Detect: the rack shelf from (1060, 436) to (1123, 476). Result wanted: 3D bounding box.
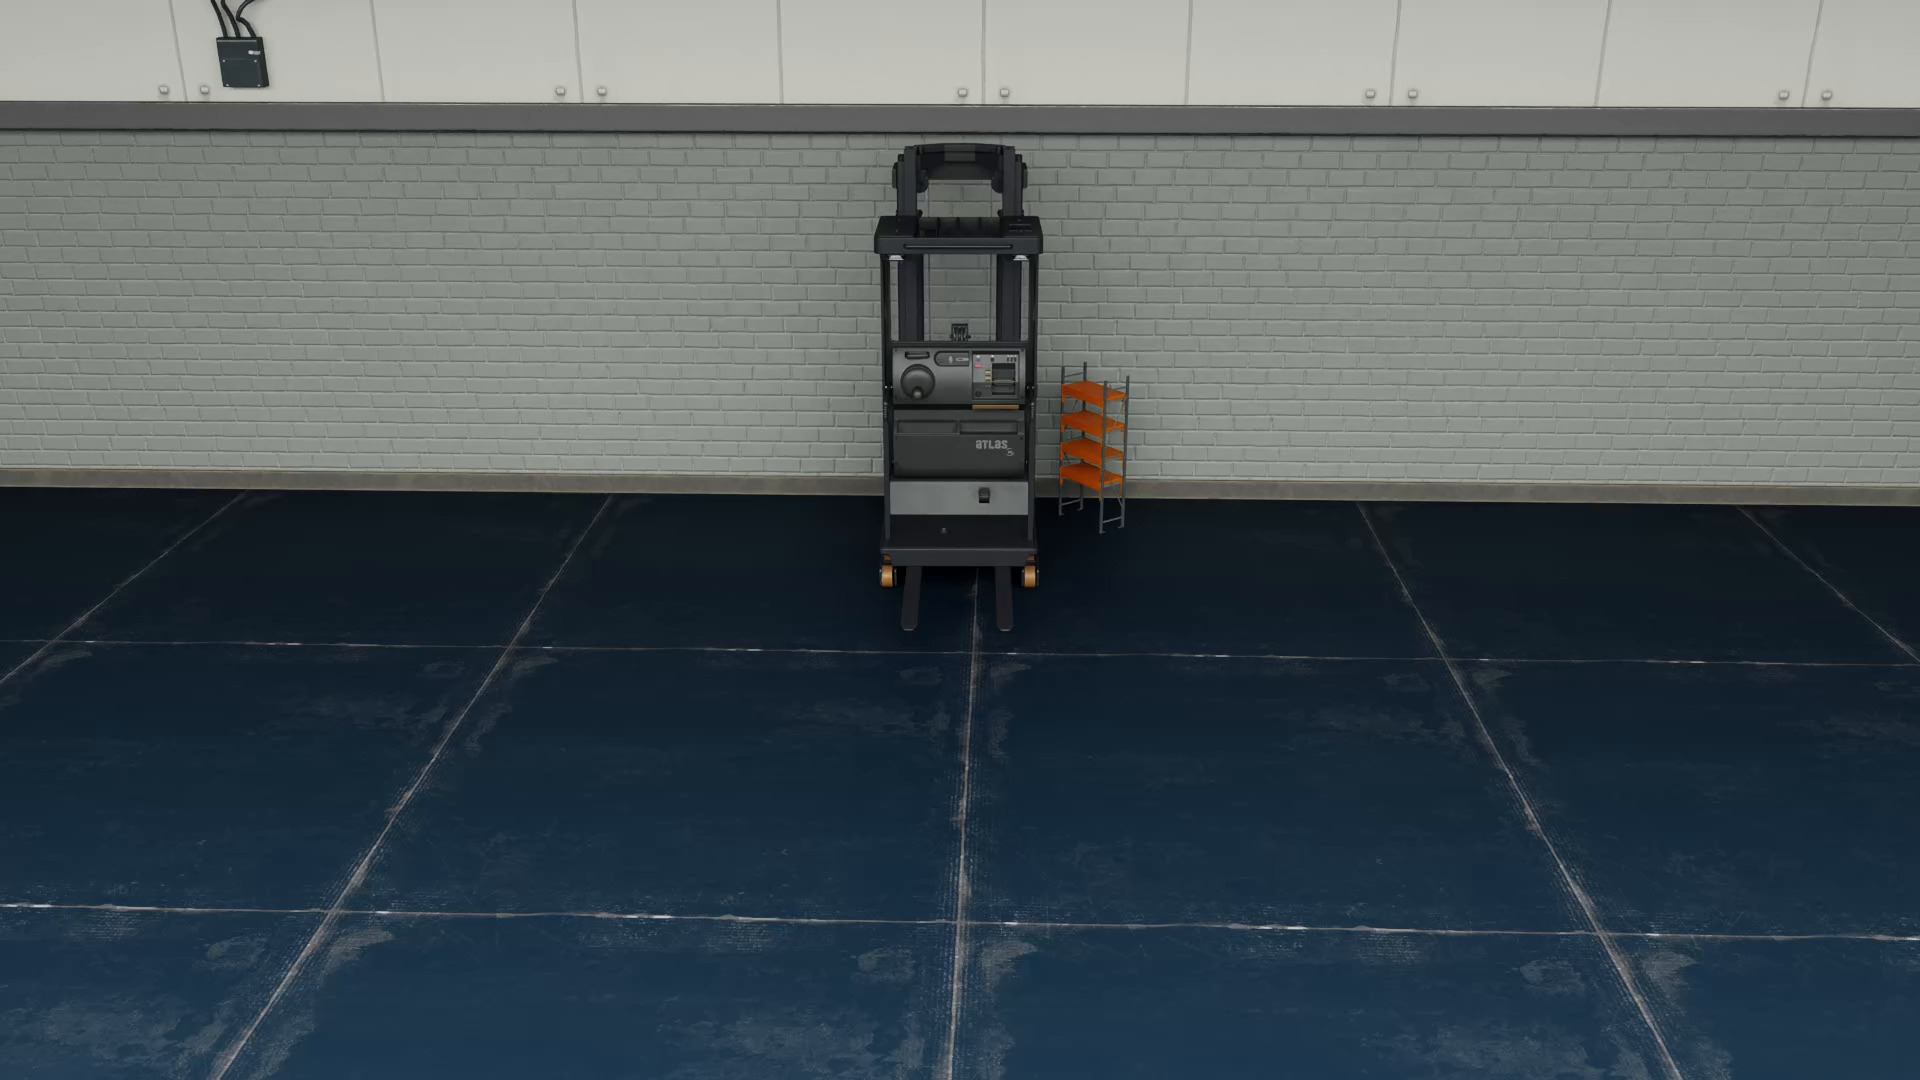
[{"bbox_3d":[1.015,-0.645,12.718,0.258,0.148,0.480,-15,26,-34],"label":"rack shelf"}]

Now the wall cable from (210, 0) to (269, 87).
[{"bbox_3d":[-4.324,-6.165,11.276,2.305,6.003,0.169,1,21,2],"label":"wall cable"}]

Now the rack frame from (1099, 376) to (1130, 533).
[{"bbox_3d":[1.160,-0.636,12.510,0.240,1.200,0.015,-15,26,-34],"label":"rack frame"}]

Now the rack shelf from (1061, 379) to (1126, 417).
[{"bbox_3d":[1.015,-1.074,12.551,0.258,0.148,0.480,-15,26,-34],"label":"rack shelf"}]

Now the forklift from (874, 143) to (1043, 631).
[{"bbox_3d":[-0.006,-1.140,11.416,1.130,2.935,3.031,0,21,0],"label":"forklift"}]

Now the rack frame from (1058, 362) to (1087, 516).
[{"bbox_3d":[0.871,-0.779,12.877,0.240,1.200,0.015,-15,26,-34],"label":"rack frame"}]

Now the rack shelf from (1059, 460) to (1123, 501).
[{"bbox_3d":[1.015,-0.460,12.790,0.258,0.148,0.480,-15,26,-34],"label":"rack shelf"}]

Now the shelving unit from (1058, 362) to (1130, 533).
[{"bbox_3d":[1.015,-0.707,12.693,0.258,1.200,0.503,-15,26,-34],"label":"shelving unit"}]

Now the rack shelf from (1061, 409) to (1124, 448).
[{"bbox_3d":[1.015,-0.853,12.637,0.258,0.148,0.480,-15,26,-34],"label":"rack shelf"}]
